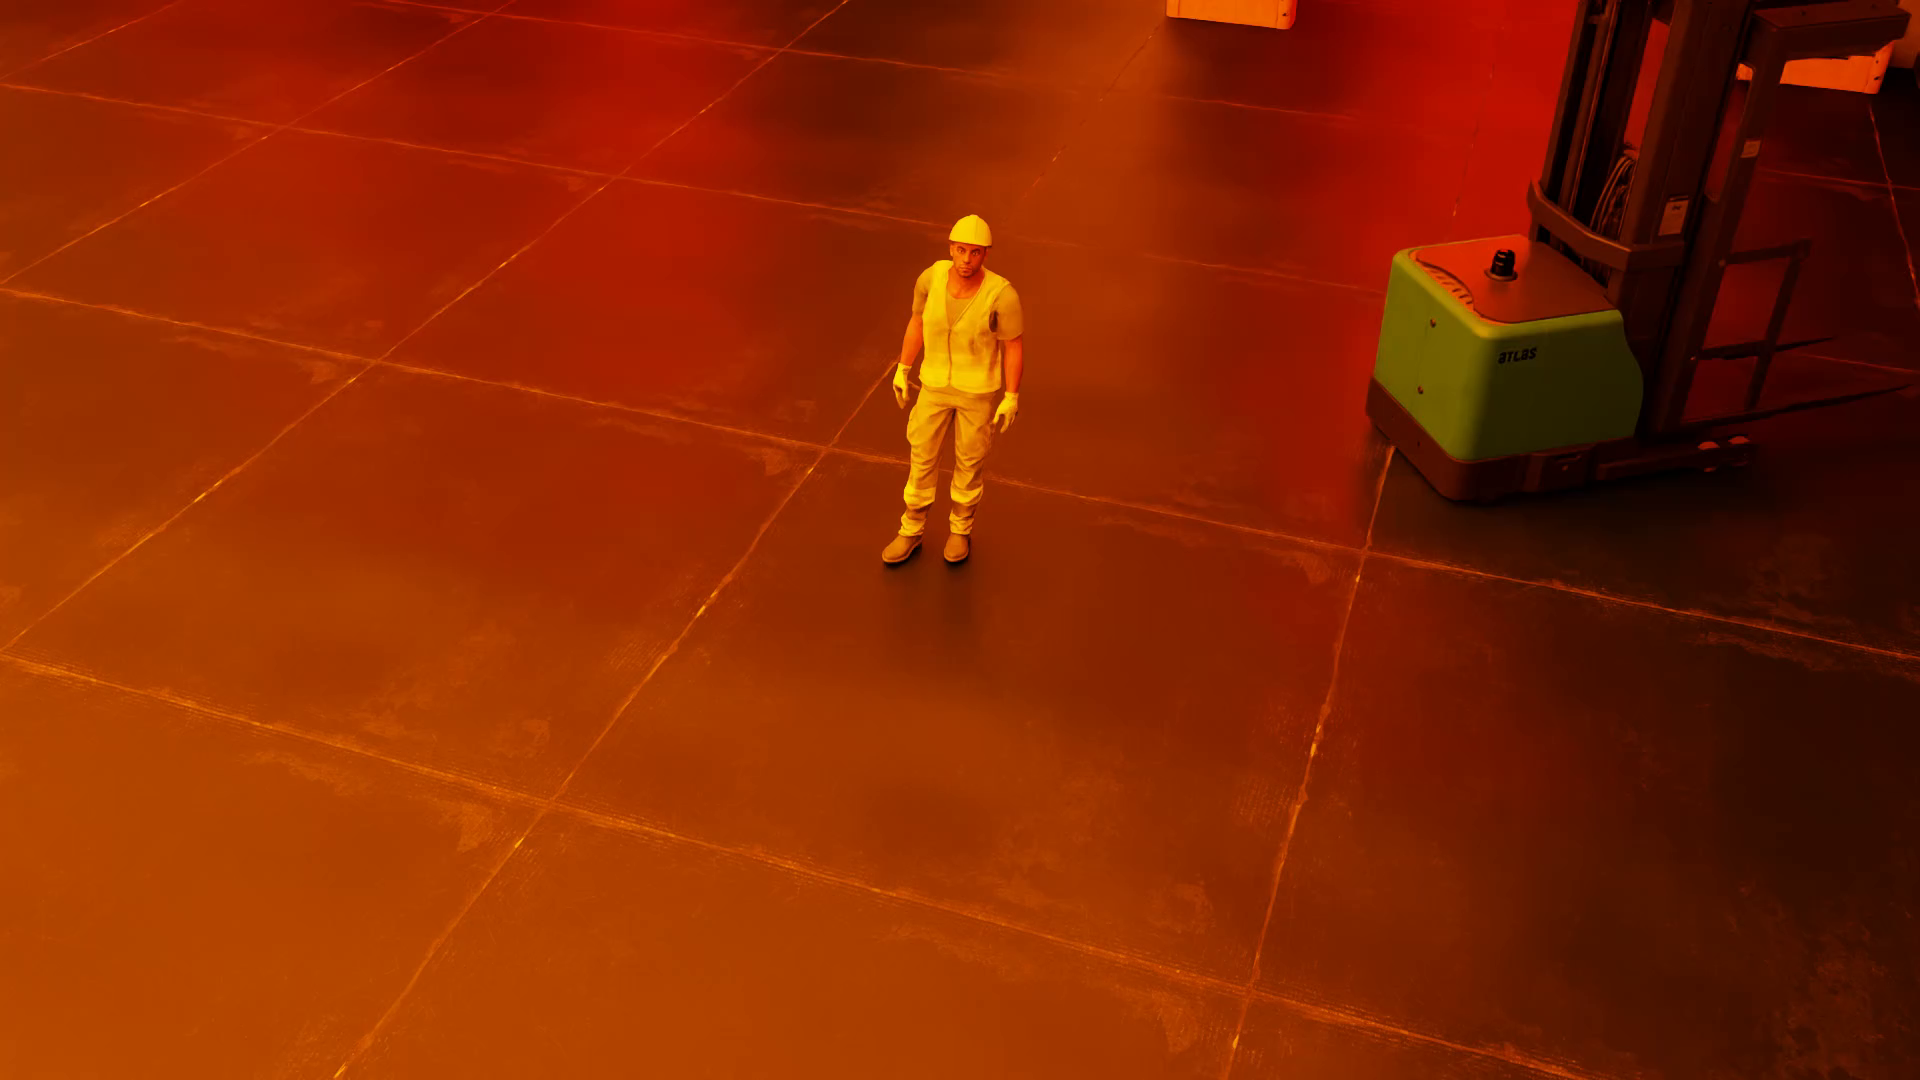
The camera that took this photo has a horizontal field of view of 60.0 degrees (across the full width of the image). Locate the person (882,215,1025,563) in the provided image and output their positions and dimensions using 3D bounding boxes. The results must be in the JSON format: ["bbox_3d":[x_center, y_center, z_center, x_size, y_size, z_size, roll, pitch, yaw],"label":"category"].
[{"bbox_3d":[-0.037,-0.693,8.064,0.638,1.789,0.562,12,37,16],"label":"person"}]

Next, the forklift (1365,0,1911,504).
[{"bbox_3d":[3.904,-1.858,8.732,3.031,2.935,1.130,-9,36,-13],"label":"forklift"}]
